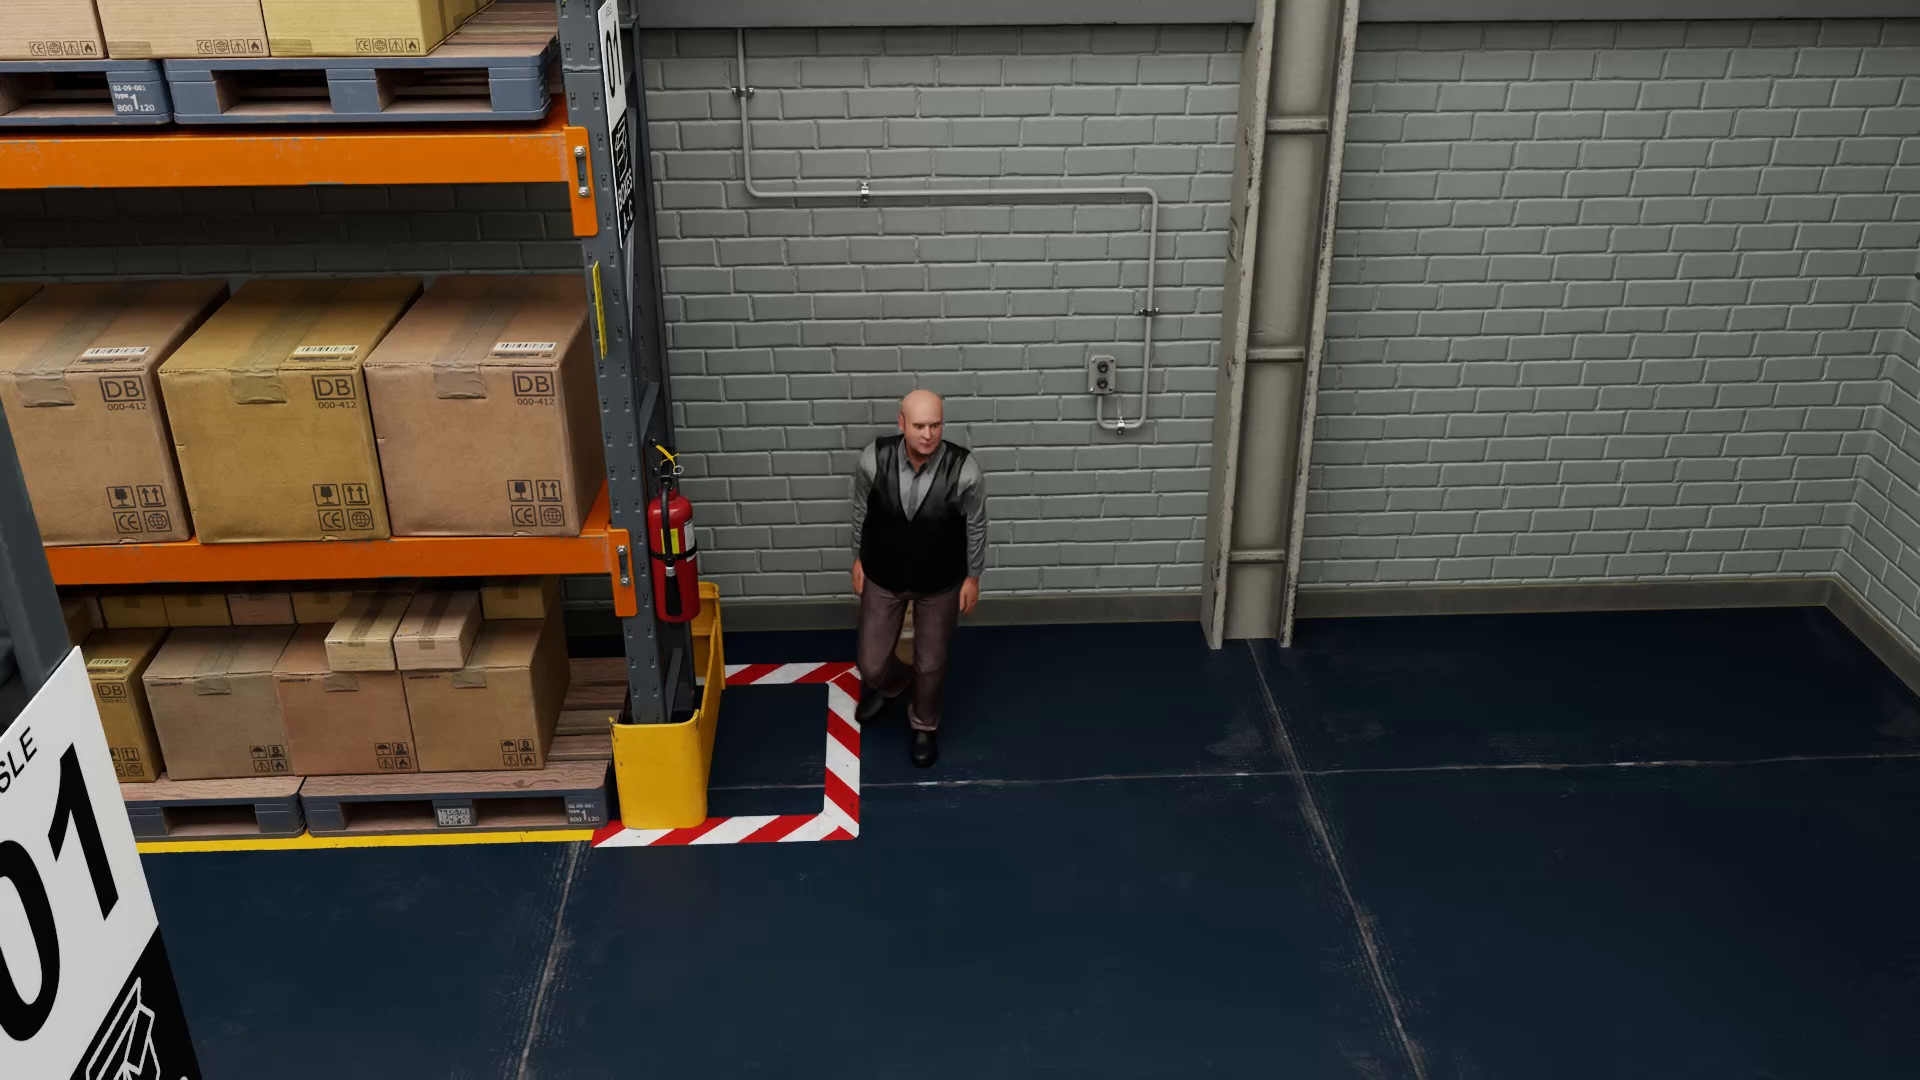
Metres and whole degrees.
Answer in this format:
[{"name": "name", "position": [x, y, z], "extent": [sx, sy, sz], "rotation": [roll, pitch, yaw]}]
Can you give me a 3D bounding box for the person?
[{"name": "person", "position": [-0.176, 0.138, 6.860], "extent": [0.583, 1.712, 0.488], "rotation": [2, 27, 4]}]
